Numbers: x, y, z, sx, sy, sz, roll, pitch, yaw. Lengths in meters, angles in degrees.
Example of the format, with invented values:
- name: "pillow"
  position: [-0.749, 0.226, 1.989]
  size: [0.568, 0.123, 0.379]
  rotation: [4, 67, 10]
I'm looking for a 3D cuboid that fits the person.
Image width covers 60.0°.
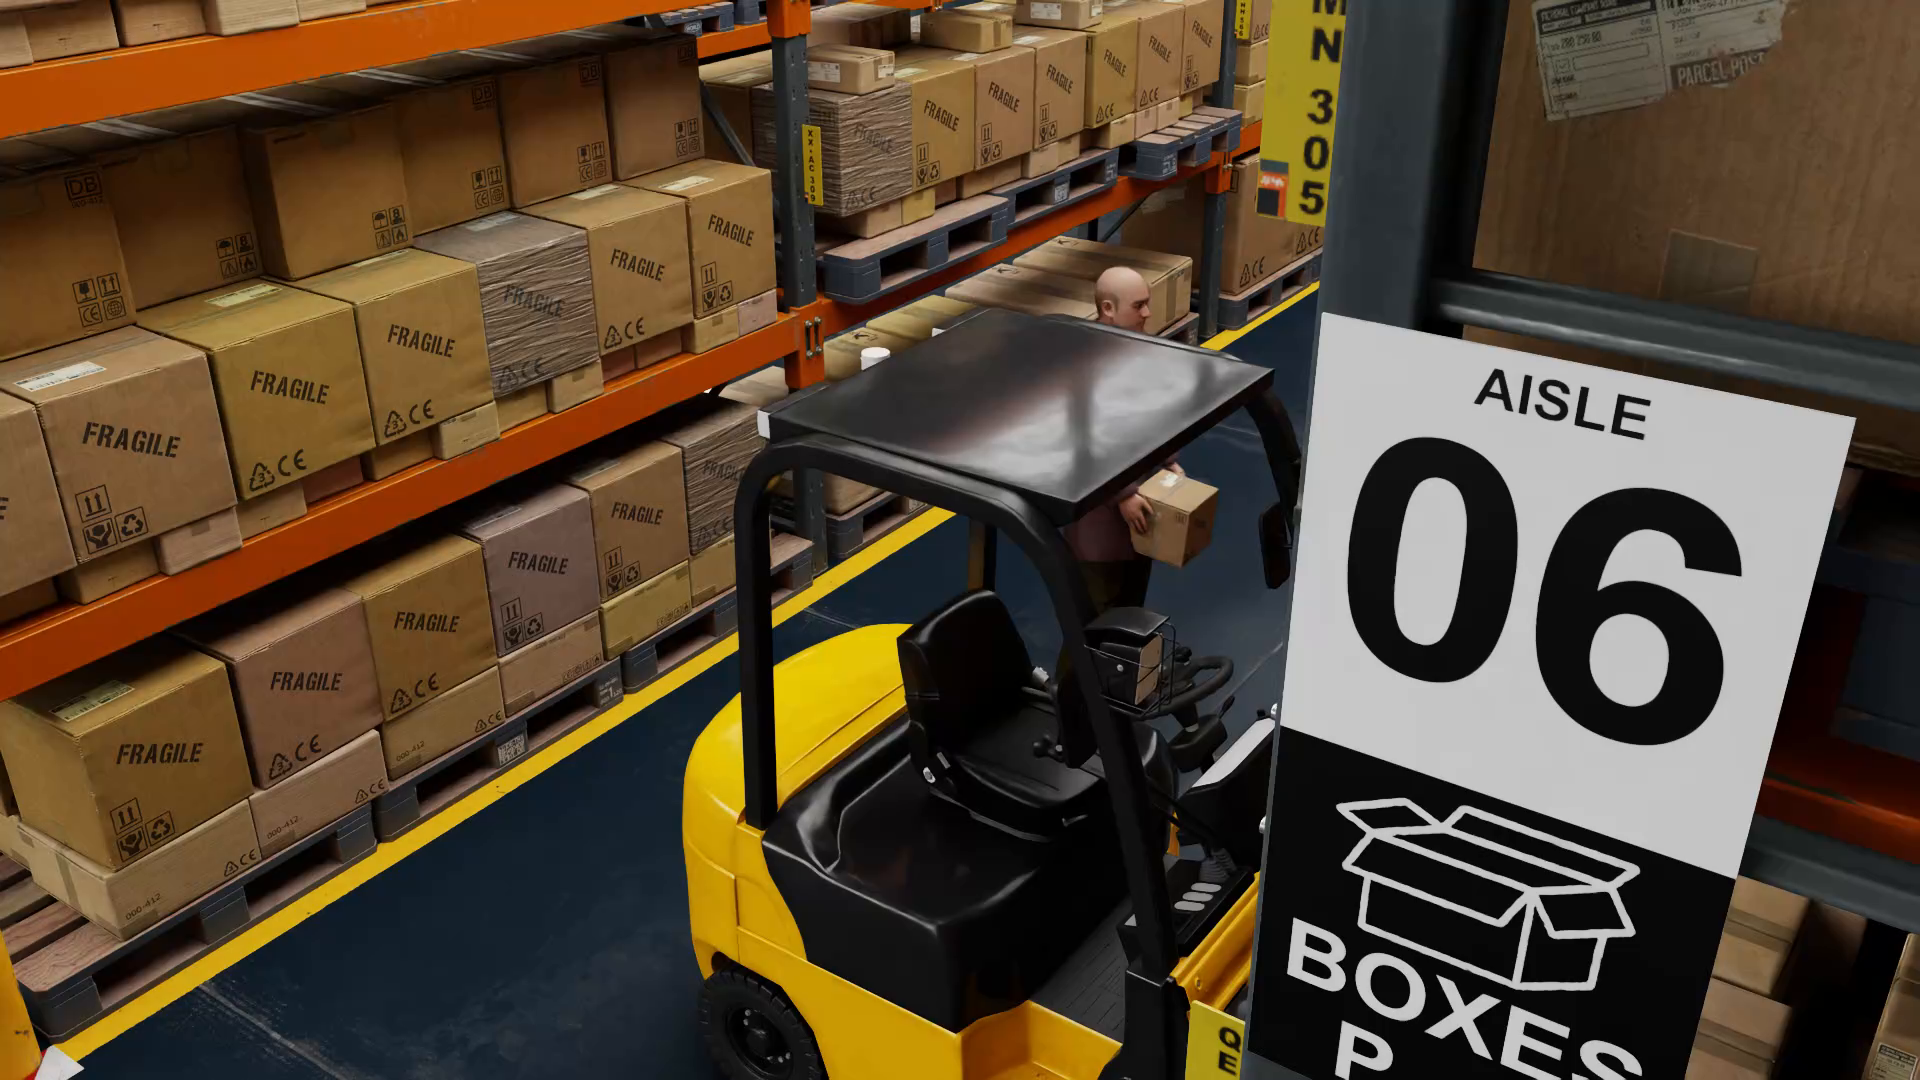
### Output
- name: "person"
  position: [0.627, -0.194, 6.512]
  size: [0.455, 1.782, 0.577]
  rotation: [17, 31, 30]
